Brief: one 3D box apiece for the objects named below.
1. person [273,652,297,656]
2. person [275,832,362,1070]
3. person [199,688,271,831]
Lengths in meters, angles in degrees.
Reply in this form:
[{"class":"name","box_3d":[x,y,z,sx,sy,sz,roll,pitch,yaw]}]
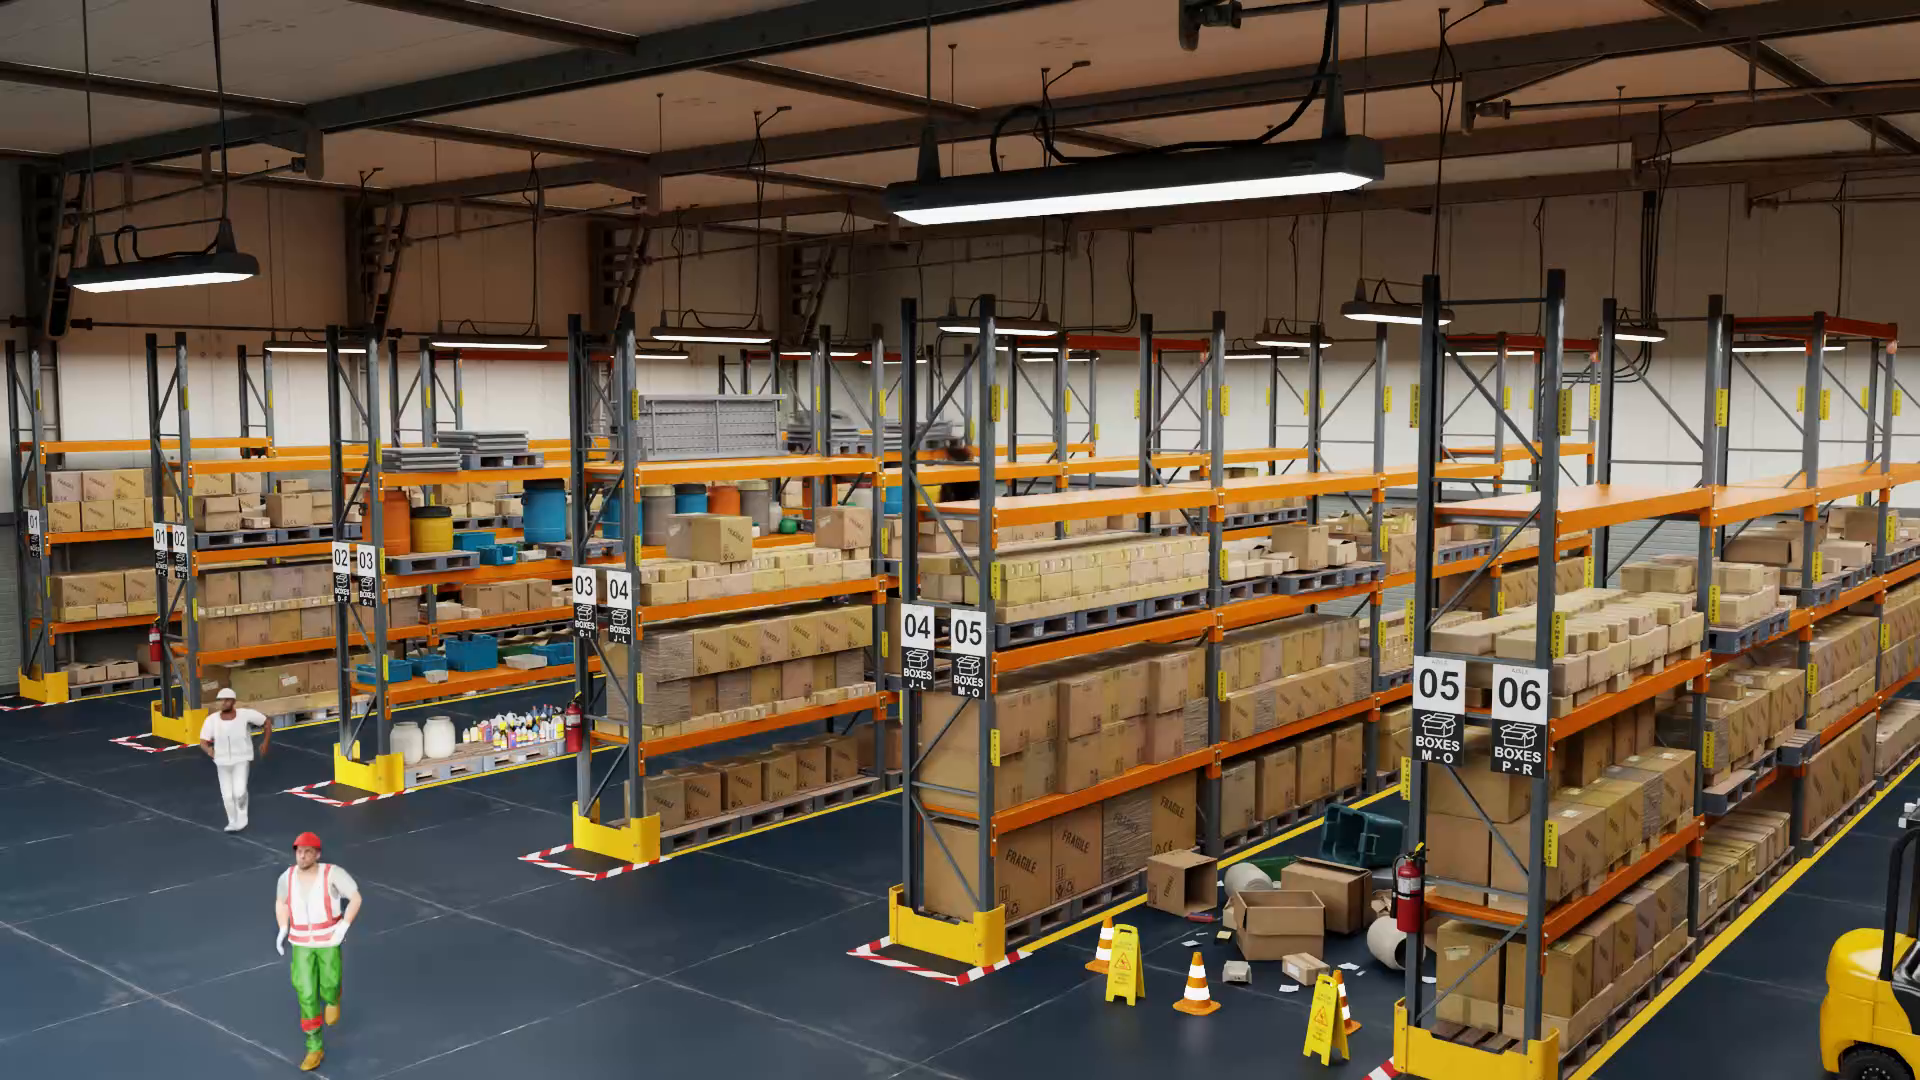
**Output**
[{"class":"person","box_3d":[-11.369,1.757,28.102,0.655,1.758,0.650,3,6,30]},{"class":"person","box_3d":[-4.984,3.118,12.937,0.657,1.781,0.821,-1,5,-8]},{"class":"person","box_3d":[-8.397,2.560,19.241,0.726,1.715,0.785,-1,5,-10]}]
